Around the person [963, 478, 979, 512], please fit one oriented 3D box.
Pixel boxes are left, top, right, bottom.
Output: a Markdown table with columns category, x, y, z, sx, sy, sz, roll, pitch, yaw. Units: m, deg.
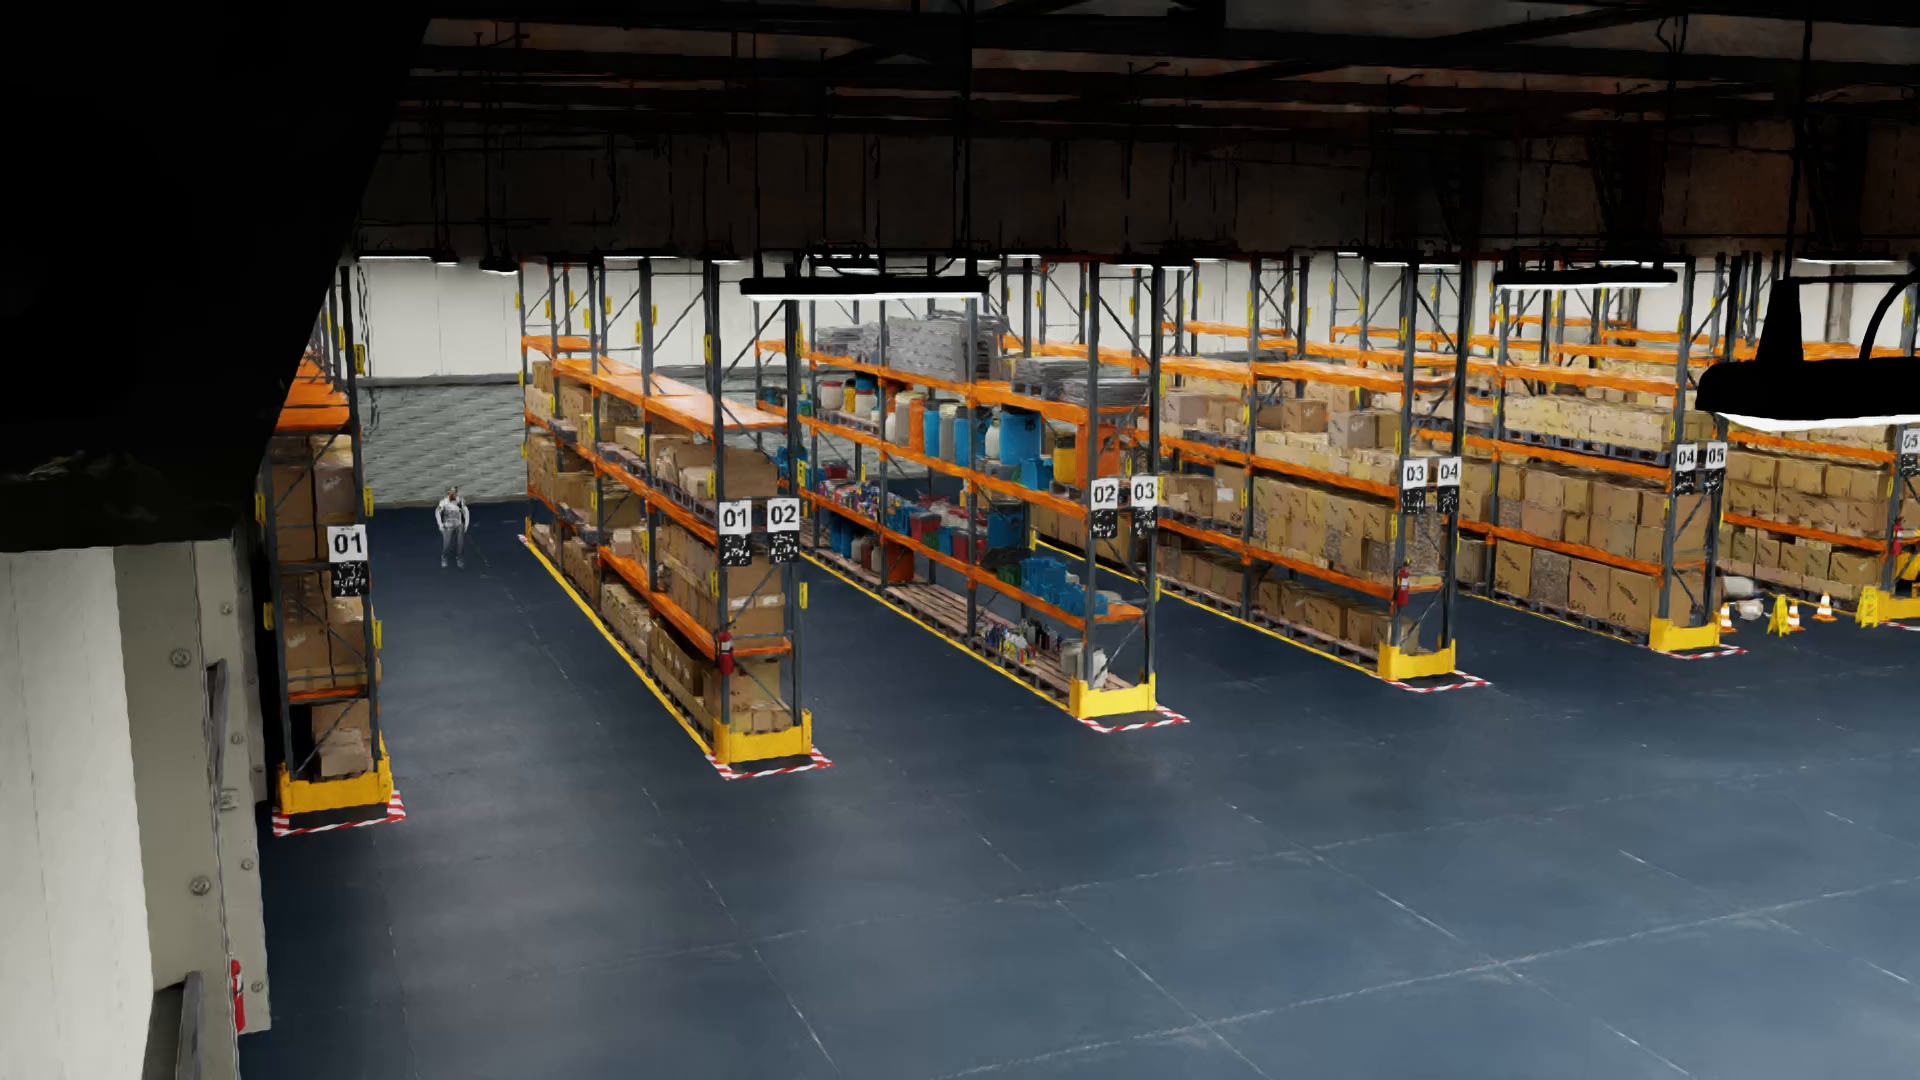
| category | x | y | z | sx | sy | sz | roll | pitch | yaw |
| --- | --- | --- | --- | --- | --- | --- | --- | --- | --- |
| person | 0.240 | -1.068 | 35.901 | 0.390 | 1.767 | 0.661 | -3 | 11 | -15 |

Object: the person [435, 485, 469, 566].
| category | x | y | z | sx | sy | sz | roll | pitch | yaw |
| --- | --- | --- | --- | --- | --- | --- | --- | --- | --- |
| person | -9.780 | -0.278 | 32.067 | 0.639 | 1.632 | 0.512 | -5 | 11 | -24 |
